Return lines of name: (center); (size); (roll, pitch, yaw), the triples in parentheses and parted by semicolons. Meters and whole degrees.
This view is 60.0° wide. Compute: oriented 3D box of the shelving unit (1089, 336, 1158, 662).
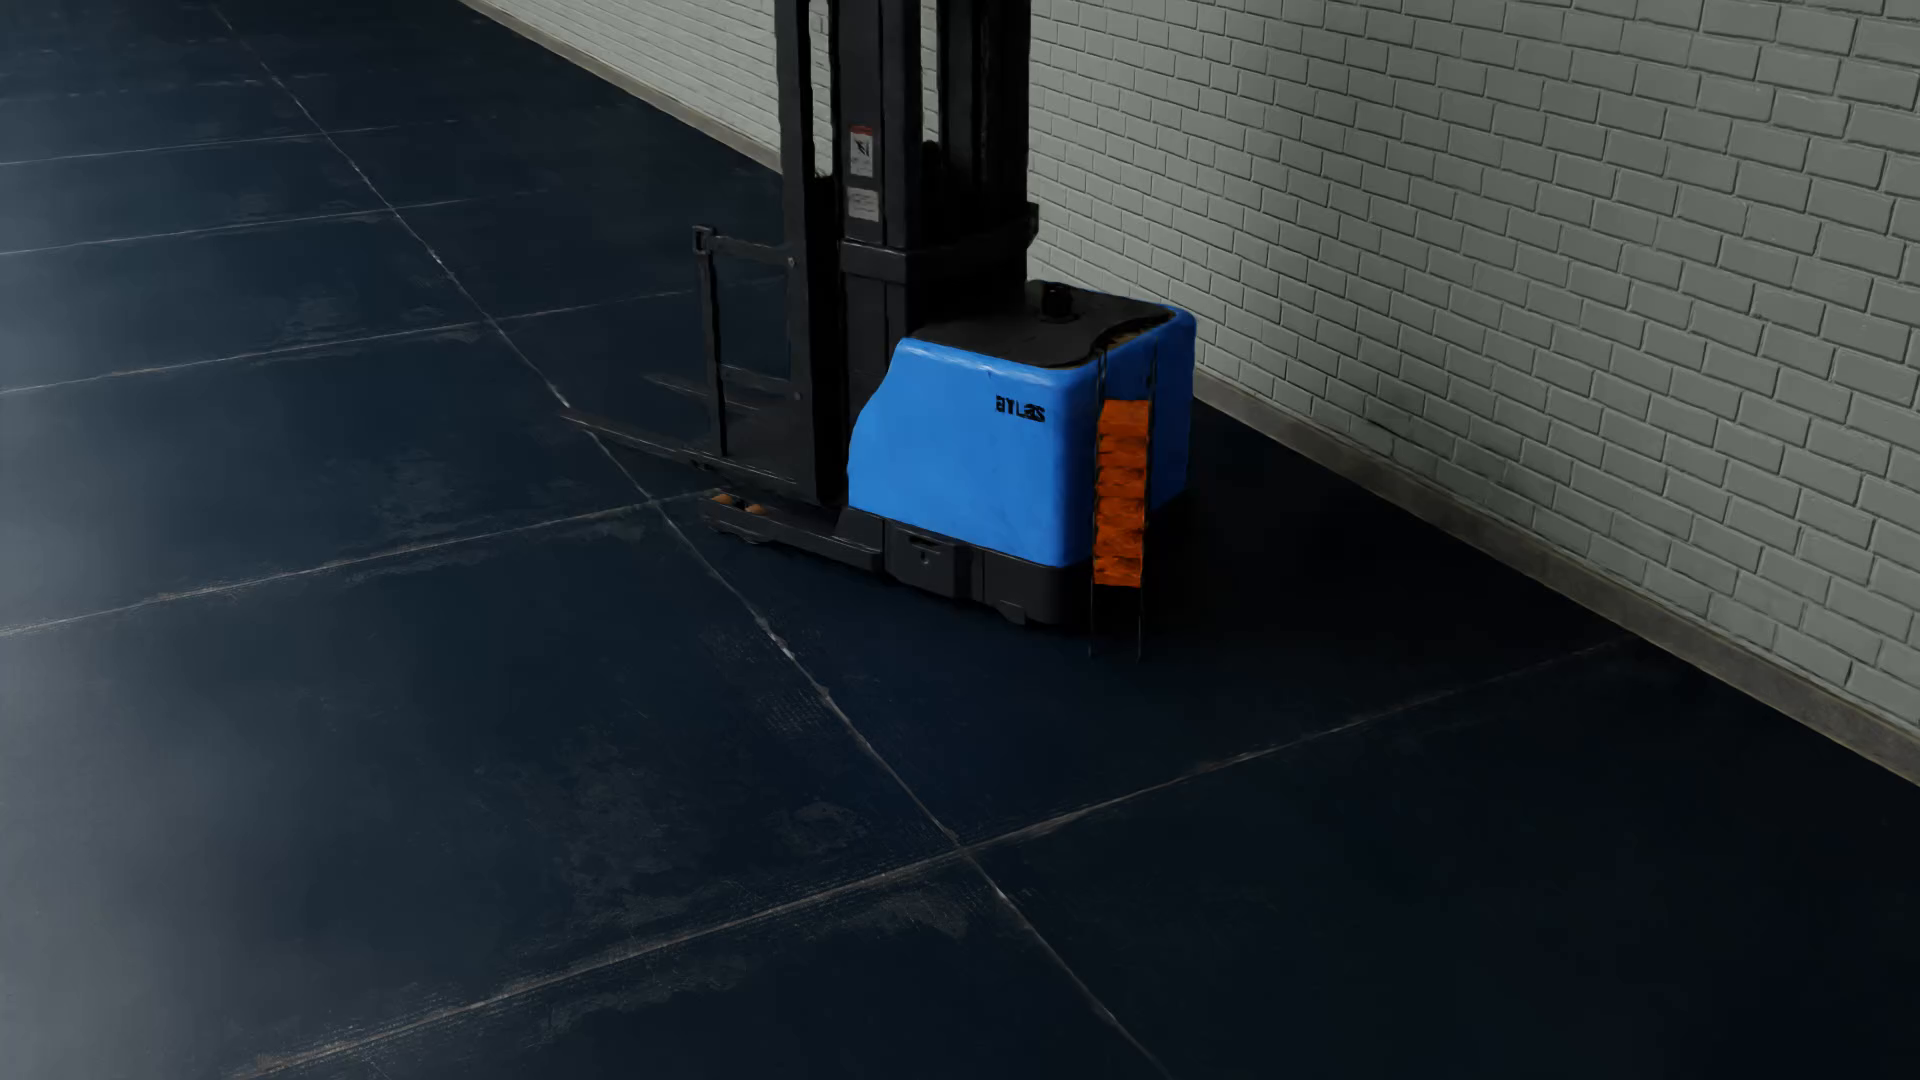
shelving unit: (0.599, -0.138, 6.130); (0.189, 1.200, 0.258); (4, 27, 10)

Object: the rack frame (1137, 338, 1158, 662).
rack frame: (0.689, -0.132, 6.115); (0.006, 1.200, 0.240); (4, 27, 10)

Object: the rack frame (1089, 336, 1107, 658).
rack frame: (0.509, -0.145, 6.145); (0.006, 1.200, 0.240); (4, 27, 10)

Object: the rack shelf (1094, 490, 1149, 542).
rack shelf: (0.599, -0.099, 6.149); (0.180, 0.103, 0.258); (4, 27, 10)

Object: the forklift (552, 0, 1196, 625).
forklift: (-0.533, -1.474, 6.917); (3.031, 2.935, 1.130); (17, 30, 31)

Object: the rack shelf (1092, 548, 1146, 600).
rack shelf: (0.601, 0.117, 6.255); (0.180, 0.103, 0.258); (4, 27, 10)

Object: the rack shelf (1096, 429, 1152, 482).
rack shelf: (0.597, -0.314, 6.043); (0.180, 0.103, 0.258); (4, 27, 10)

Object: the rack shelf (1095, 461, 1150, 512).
rack shelf: (0.598, -0.206, 6.096); (0.180, 0.103, 0.258); (4, 27, 10)

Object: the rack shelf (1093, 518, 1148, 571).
rack shelf: (0.600, 0.009, 6.202); (0.180, 0.103, 0.258); (4, 27, 10)

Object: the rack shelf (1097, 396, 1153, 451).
rack shelf: (0.596, -0.421, 5.990); (0.180, 0.103, 0.258); (4, 27, 10)
